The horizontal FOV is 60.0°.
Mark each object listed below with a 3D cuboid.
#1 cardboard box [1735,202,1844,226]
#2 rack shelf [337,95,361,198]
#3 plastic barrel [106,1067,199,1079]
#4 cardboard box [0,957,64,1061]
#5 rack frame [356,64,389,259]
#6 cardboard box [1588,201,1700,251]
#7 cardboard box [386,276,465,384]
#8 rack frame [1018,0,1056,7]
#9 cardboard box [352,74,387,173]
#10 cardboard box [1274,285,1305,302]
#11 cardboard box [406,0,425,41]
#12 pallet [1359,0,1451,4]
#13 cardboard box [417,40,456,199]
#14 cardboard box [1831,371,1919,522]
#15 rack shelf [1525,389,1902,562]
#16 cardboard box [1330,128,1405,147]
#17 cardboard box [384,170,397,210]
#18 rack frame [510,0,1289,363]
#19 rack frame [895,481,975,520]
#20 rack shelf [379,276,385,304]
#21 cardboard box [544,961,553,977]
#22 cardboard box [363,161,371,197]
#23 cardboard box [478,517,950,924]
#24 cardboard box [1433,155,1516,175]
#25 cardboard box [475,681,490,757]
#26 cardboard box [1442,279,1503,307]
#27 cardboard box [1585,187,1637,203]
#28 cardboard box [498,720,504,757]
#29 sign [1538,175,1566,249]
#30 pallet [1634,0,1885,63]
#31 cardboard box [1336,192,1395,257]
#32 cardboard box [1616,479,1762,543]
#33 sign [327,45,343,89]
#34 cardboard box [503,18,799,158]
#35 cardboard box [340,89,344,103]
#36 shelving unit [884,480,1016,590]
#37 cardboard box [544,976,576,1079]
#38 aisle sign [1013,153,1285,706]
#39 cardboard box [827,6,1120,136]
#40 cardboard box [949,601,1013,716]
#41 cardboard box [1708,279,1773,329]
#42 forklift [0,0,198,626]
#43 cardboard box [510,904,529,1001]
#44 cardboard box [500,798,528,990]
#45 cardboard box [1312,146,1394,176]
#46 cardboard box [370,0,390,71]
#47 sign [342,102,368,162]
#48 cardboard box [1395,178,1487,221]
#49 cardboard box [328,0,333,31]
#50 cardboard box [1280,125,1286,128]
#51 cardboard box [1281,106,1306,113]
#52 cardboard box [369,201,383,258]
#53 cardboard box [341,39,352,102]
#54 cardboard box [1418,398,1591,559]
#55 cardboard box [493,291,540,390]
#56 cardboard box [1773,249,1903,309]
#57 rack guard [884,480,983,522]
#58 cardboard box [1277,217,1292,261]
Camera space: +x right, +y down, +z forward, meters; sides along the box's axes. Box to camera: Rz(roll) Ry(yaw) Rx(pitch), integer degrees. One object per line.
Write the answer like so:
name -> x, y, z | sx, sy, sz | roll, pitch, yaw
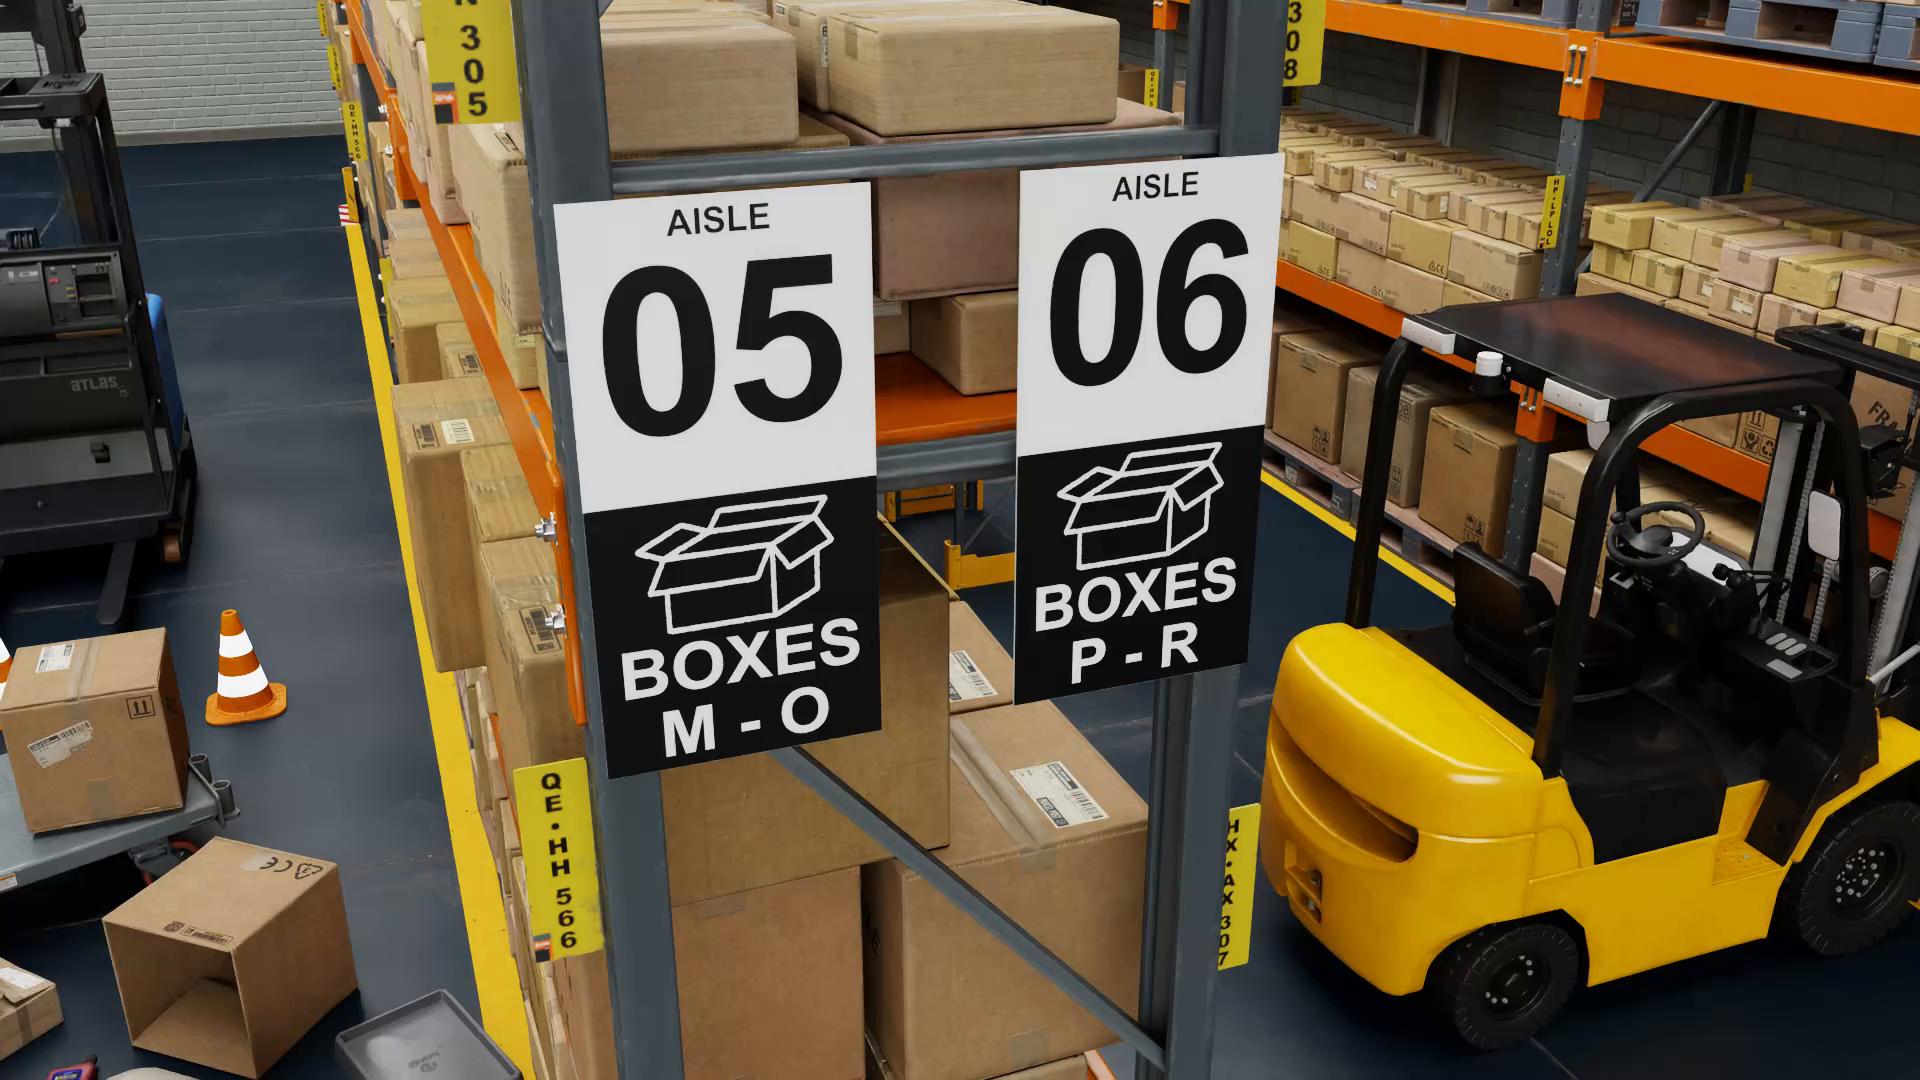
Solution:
cardboard box -> 3.626, -1.373, 7.298 | 0.380, 0.149, 0.250 | -9, 24, -20
rack shelf -> -4.994, -3.682, 15.049 | 1.077, 0.370, 4.000 | -8, 24, -19
plastic barrel -> -2.194, 1.718, 4.628 | 0.512, 0.421, 0.421 | 8, 24, 18
cardboard box -> -3.182, 1.471, 5.419 | 0.396, 0.266, 0.258 | 12, 26, 27
rack frame -> -2.875, -1.833, 9.737 | 1.000, 3.000, 0.127 | -8, 24, -19
cardboard box -> 3.016, -1.388, 7.333 | 0.380, 0.149, 0.250 | -8, 24, -18
cardboard box -> -1.197, -0.459, 4.678 | 0.700, 0.500, 0.500 | -9, 24, -20
rack frame -> 0.355, -3.969, 14.804 | 1.000, 3.000, 0.127 | -8, 24, -19
cardboard box -> -3.302, -2.492, 9.884 | 0.500, 0.500, 0.500 | -9, 24, -20
cardboard box -> 1.975, -1.386, 11.193 | 0.875, 0.625, 0.625 | -8, 24, -17
cardboard box -> -1.017, -1.195, 3.658 | 0.380, 0.149, 0.250 | -8, 24, -18
pallet -> 2.489, -3.170, 9.291 | 1.003, 0.211, 1.213 | -7, 24, -17
cardboard box -> -0.846, -0.896, 3.462 | 0.500, 0.250, 0.500 | -8, 24, -18
cardboard box -> 3.631, -0.355, 6.100 | 0.500, 0.500, 0.500 | -8, 24, -19
rack shelf -> 3.887, -0.004, 6.323 | 1.077, 0.370, 4.000 | -8, 24, -19
cardboard box -> 2.475, -2.402, 10.124 | 0.380, 0.149, 0.250 | -8, 24, -19
cardboard box -> -2.378, -1.451, 7.779 | 0.500, 0.500, 0.500 | -9, 25, -21
rack frame -> -0.048, -1.691, 1.675 | 1.000, 3.000, 0.127 | -8, 24, -19
rack frame -> -0.149, -0.845, 9.323 | 0.500, 1.500, 0.032 | -8, 24, -19
rack shelf -> -2.168, -0.775, 8.152 | 1.077, 0.370, 4.000 | -8, 24, -19
cardboard box -> -0.764, 0.821, 3.764 | 0.380, 0.149, 0.250 | -8, 24, -18
cardboard box -> -3.468, -2.321, 10.444 | 0.500, 0.250, 0.500 | -9, 24, -20
cardboard box -> -0.433, 0.274, 2.938 | 0.700, 0.500, 0.500 | -9, 24, -20
cardboard box -> 2.856, -2.035, 9.251 | 0.380, 0.149, 0.250 | -9, 24, -19
cardboard box -> -1.334, 0.541, 5.303 | 0.380, 0.149, 0.250 | -7, 24, -17
cardboard box -> 2.758, -1.140, 8.286 | 0.500, 0.250, 0.500 | -8, 24, -18
cardboard box -> 3.212, -1.669, 8.383 | 0.380, 0.149, 0.250 | -9, 25, -21
cardboard box -> -0.844, 0.366, 4.007 | 0.500, 0.500, 0.500 | -8, 24, -19
sign -> 2.677, -1.481, 7.513 | 0.100, 0.325, 0.005 | -8, 24, -19
pallet -> 3.506, -2.097, 6.615 | 1.003, 0.211, 1.213 | -8, 24, -19
cardboard box -> 2.405, -1.739, 9.063 | 0.500, 0.250, 0.500 | -8, 24, -18
cardboard box -> 3.229, -0.043, 7.203 | 0.500, 0.250, 0.500 | -8, 24, -19
sign -> -4.806, -3.645, 12.820 | 0.100, 0.325, 0.005 | -8, 24, -19
cardboard box -> -0.444, -0.642, 2.347 | 0.380, 0.149, 0.250 | -8, 24, -18
cardboard box -> -5.069, -3.833, 14.353 | 0.500, 0.500, 0.500 | -9, 24, -20
shelving unit -> 0.027, -0.663, 8.893 | 0.587, 1.500, 1.083 | -8, 24, -19
cardboard box -> -0.768, 1.123, 3.921 | 0.380, 0.149, 0.250 | -8, 24, -17
aisle sign -> 0.263, -0.144, 2.383 | 0.394, 0.787, 0.004 | -8, 24, -19
cardboard box -> 0.017, -0.717, 2.524 | 0.380, 0.149, 0.250 | -9, 24, -19
cardboard box -> -0.142, 0.493, 3.707 | 0.500, 0.500, 0.500 | -8, 24, -17
cardboard box -> 3.276, -0.970, 6.727 | 0.380, 0.149, 0.250 | -8, 24, -18
forklift -> -4.787, -1.262, 8.470 | 1.130, 2.935, 3.031 | -8, 24, -19
cardboard box -> -1.117, 1.330, 5.231 | 0.500, 0.250, 0.500 | -9, 24, -20
cardboard box -> -1.124, 0.981, 5.094 | 0.500, 0.500, 0.500 | -7, 24, -16
cardboard box -> 2.253, -2.155, 9.538 | 0.380, 0.149, 0.250 | -8, 24, -19
cardboard box -> -1.562, -1.632, 5.209 | 0.500, 0.250, 0.500 | -9, 24, -20
sign -> -3.393, -2.289, 9.328 | 0.100, 0.325, 0.005 | -8, 24, -19
cardboard box -> 2.490, -1.765, 8.613 | 0.380, 0.149, 0.250 | -9, 25, -21
cardboard box -> -5.242, -4.479, 14.599 | 0.500, 0.500, 0.500 | -8, 24, -19
cardboard box -> 1.815, -2.517, 10.397 | 0.380, 0.149, 0.250 | -8, 24, -18
cardboard box -> 2.072, -2.770, 10.996 | 0.380, 0.149, 0.250 | -8, 24, -17
cardboard box -> -3.296, -1.912, 10.117 | 0.500, 0.250, 0.500 | -9, 25, -21
cardboard box -> -4.021, -3.230, 11.636 | 0.500, 0.500, 0.500 | -9, 24, -20
cardboard box -> 2.986, -0.349, 8.733 | 0.875, 0.625, 0.625 | -7, 24, -17
cardboard box -> -0.555, -0.370, 2.727 | 0.380, 0.149, 0.250 | -8, 24, -19
cardboard box -> 3.403, -1.015, 6.450 | 0.380, 0.149, 0.250 | -9, 24, -20
rack guard -> -0.149, -0.268, 9.565 | 0.587, 0.250, 0.087 | -8, 24, -19
cardboard box -> 2.057, -1.882, 10.046 | 0.500, 0.250, 0.500 | -9, 25, -21
